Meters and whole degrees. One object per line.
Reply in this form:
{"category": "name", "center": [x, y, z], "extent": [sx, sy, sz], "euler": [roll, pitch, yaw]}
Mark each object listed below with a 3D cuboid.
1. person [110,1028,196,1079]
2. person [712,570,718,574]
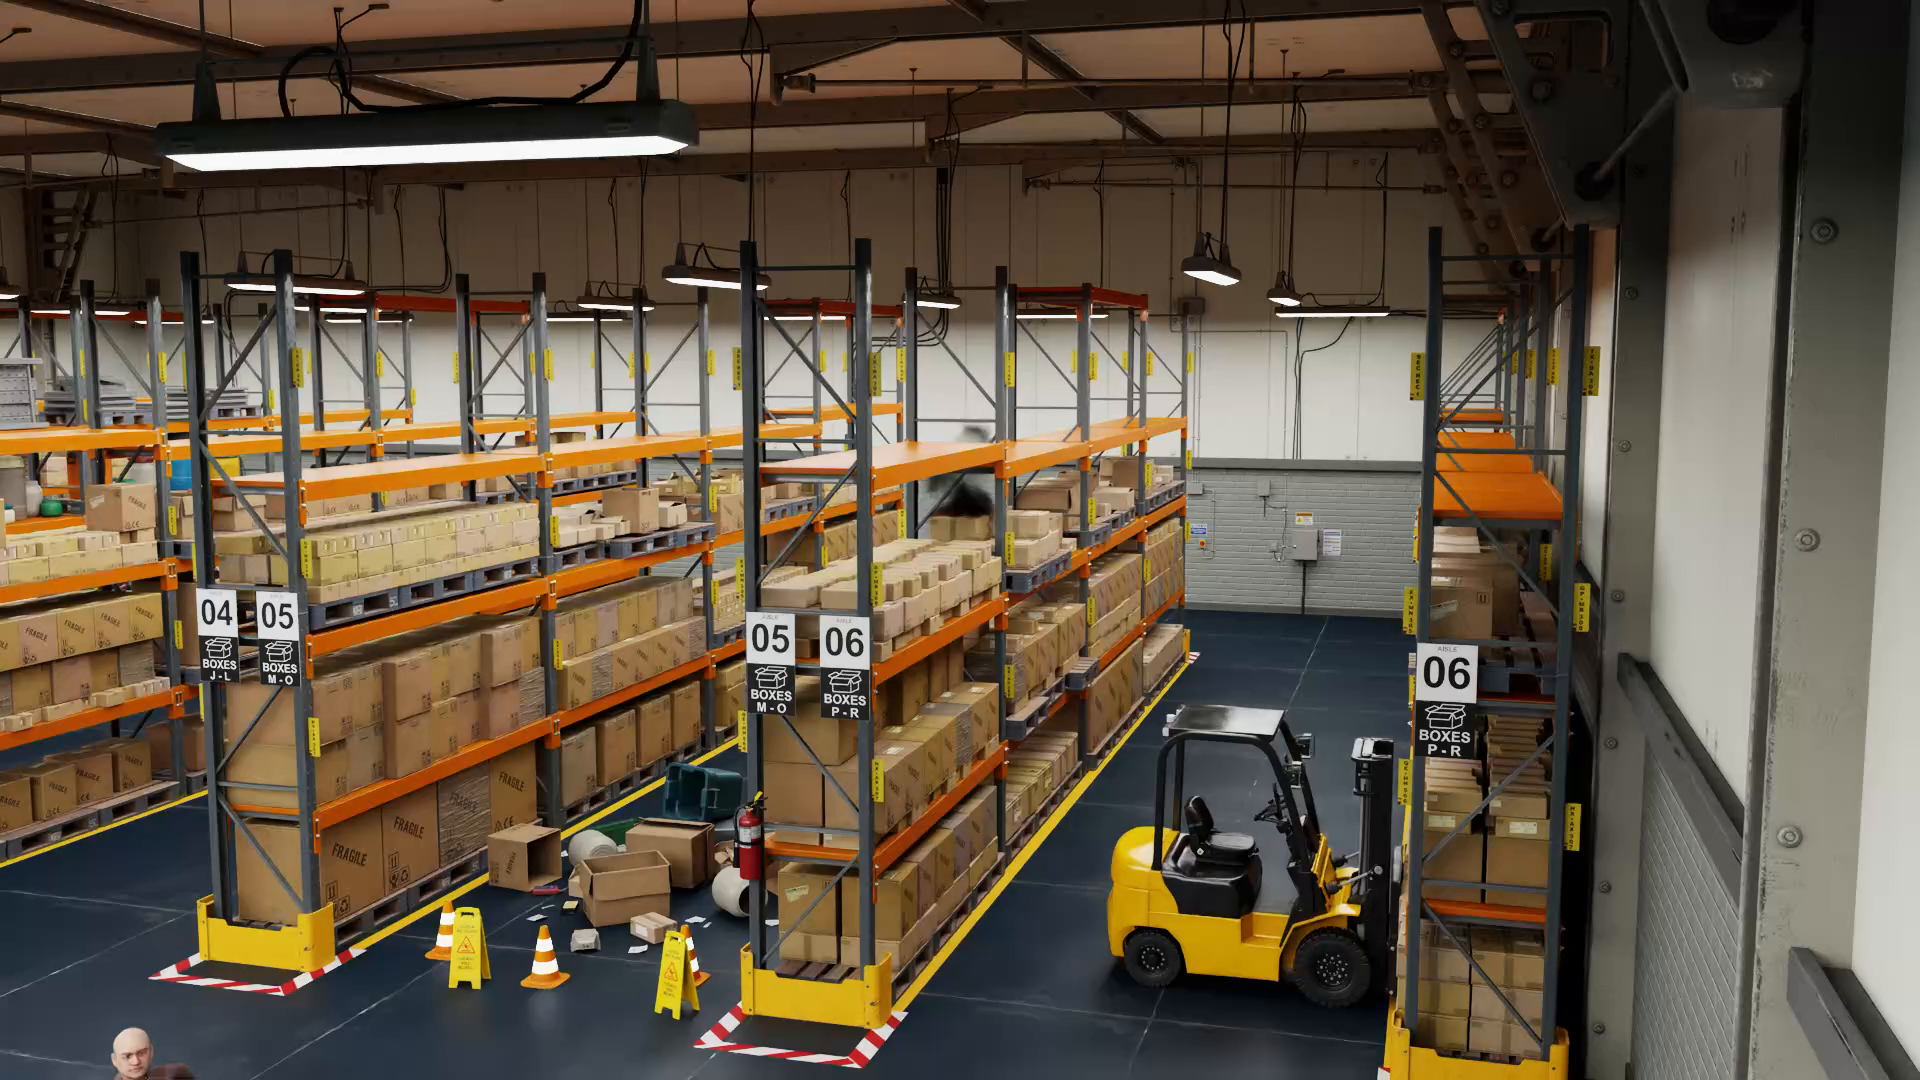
{"category": "person", "center": [-4.189, 3.344, 8.487], "extent": [0.712, 1.771, 1.011], "euler": [-4, 8, -34]}
{"category": "person", "center": [-4.014, 1.333, 27.086], "extent": [0.582, 1.693, 0.687], "euler": [2, 7, 17]}
